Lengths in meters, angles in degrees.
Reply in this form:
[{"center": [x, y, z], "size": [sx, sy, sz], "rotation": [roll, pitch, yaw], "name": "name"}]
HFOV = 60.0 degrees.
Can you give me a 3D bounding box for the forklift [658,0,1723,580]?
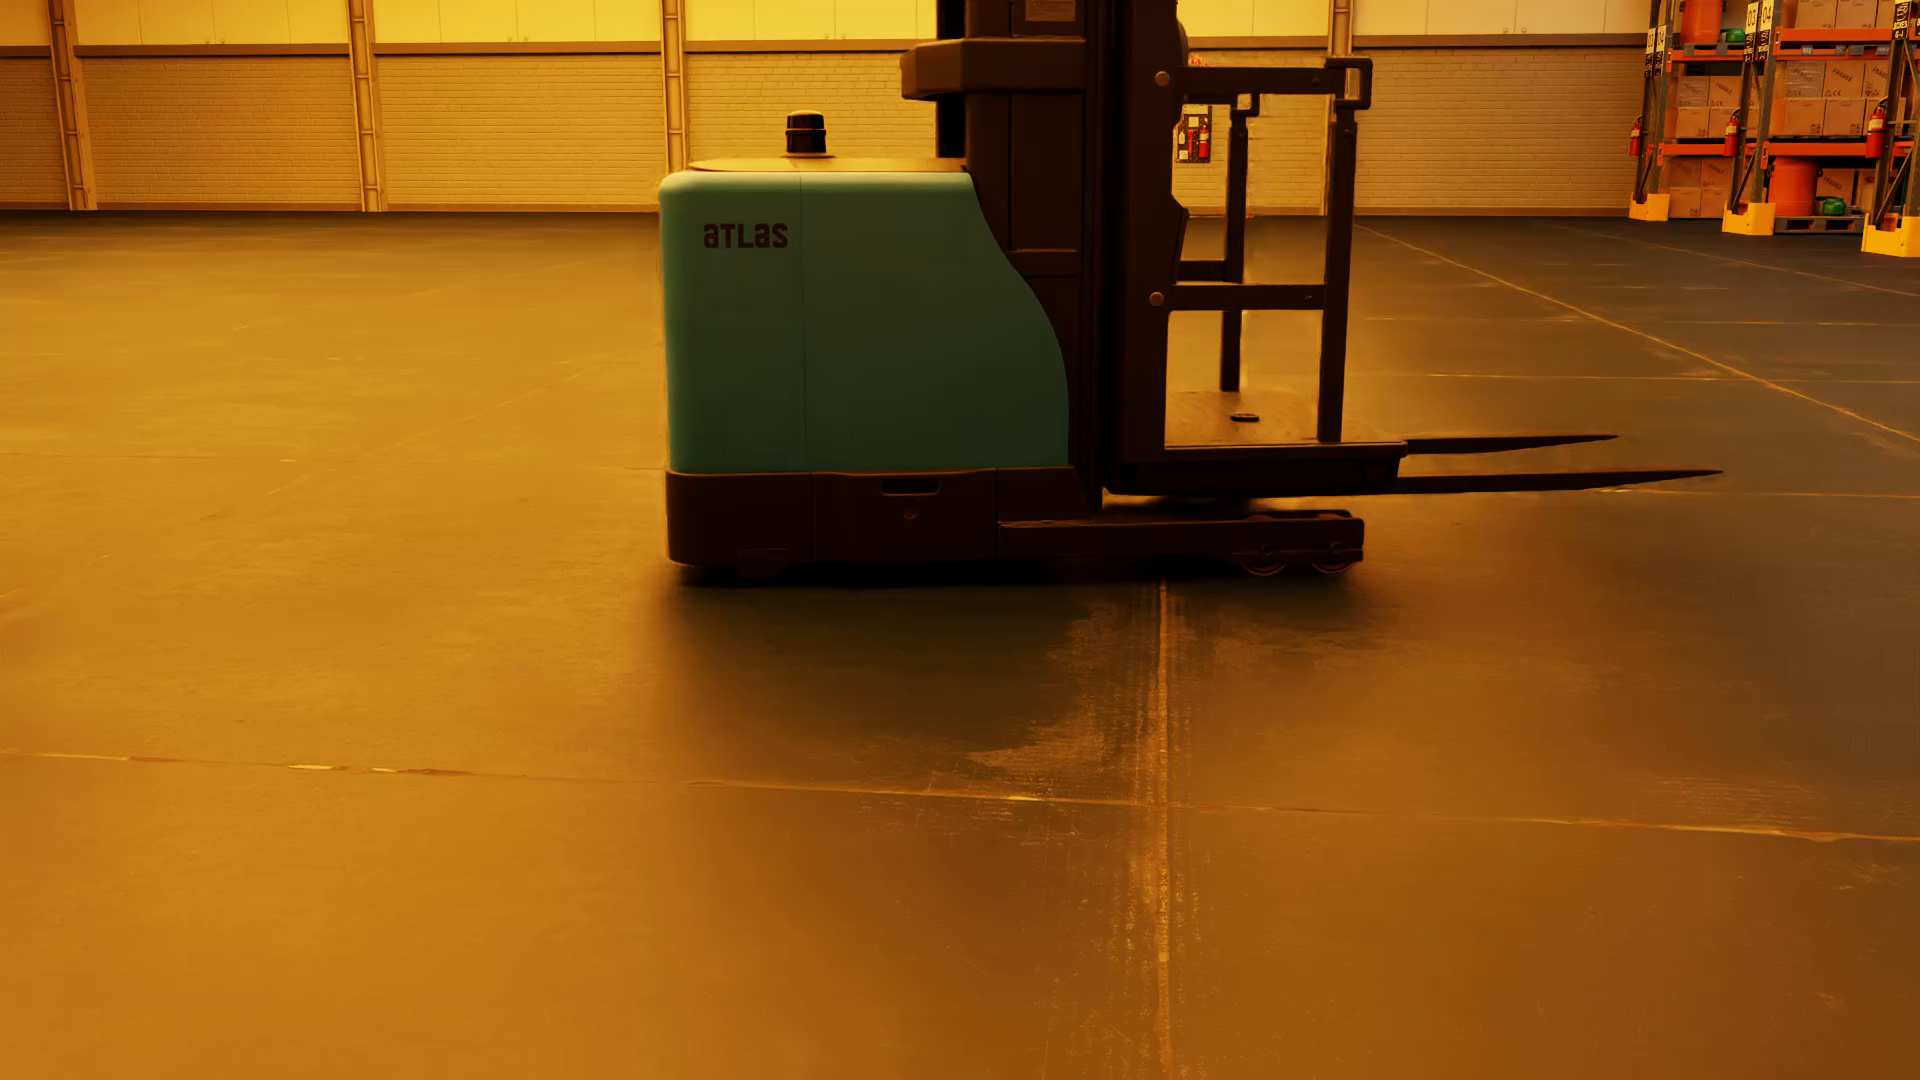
[{"center": [0.677, -1.447, 4.698], "size": [3.031, 2.935, 1.130], "rotation": [-2, 13, -7], "name": "forklift"}]
